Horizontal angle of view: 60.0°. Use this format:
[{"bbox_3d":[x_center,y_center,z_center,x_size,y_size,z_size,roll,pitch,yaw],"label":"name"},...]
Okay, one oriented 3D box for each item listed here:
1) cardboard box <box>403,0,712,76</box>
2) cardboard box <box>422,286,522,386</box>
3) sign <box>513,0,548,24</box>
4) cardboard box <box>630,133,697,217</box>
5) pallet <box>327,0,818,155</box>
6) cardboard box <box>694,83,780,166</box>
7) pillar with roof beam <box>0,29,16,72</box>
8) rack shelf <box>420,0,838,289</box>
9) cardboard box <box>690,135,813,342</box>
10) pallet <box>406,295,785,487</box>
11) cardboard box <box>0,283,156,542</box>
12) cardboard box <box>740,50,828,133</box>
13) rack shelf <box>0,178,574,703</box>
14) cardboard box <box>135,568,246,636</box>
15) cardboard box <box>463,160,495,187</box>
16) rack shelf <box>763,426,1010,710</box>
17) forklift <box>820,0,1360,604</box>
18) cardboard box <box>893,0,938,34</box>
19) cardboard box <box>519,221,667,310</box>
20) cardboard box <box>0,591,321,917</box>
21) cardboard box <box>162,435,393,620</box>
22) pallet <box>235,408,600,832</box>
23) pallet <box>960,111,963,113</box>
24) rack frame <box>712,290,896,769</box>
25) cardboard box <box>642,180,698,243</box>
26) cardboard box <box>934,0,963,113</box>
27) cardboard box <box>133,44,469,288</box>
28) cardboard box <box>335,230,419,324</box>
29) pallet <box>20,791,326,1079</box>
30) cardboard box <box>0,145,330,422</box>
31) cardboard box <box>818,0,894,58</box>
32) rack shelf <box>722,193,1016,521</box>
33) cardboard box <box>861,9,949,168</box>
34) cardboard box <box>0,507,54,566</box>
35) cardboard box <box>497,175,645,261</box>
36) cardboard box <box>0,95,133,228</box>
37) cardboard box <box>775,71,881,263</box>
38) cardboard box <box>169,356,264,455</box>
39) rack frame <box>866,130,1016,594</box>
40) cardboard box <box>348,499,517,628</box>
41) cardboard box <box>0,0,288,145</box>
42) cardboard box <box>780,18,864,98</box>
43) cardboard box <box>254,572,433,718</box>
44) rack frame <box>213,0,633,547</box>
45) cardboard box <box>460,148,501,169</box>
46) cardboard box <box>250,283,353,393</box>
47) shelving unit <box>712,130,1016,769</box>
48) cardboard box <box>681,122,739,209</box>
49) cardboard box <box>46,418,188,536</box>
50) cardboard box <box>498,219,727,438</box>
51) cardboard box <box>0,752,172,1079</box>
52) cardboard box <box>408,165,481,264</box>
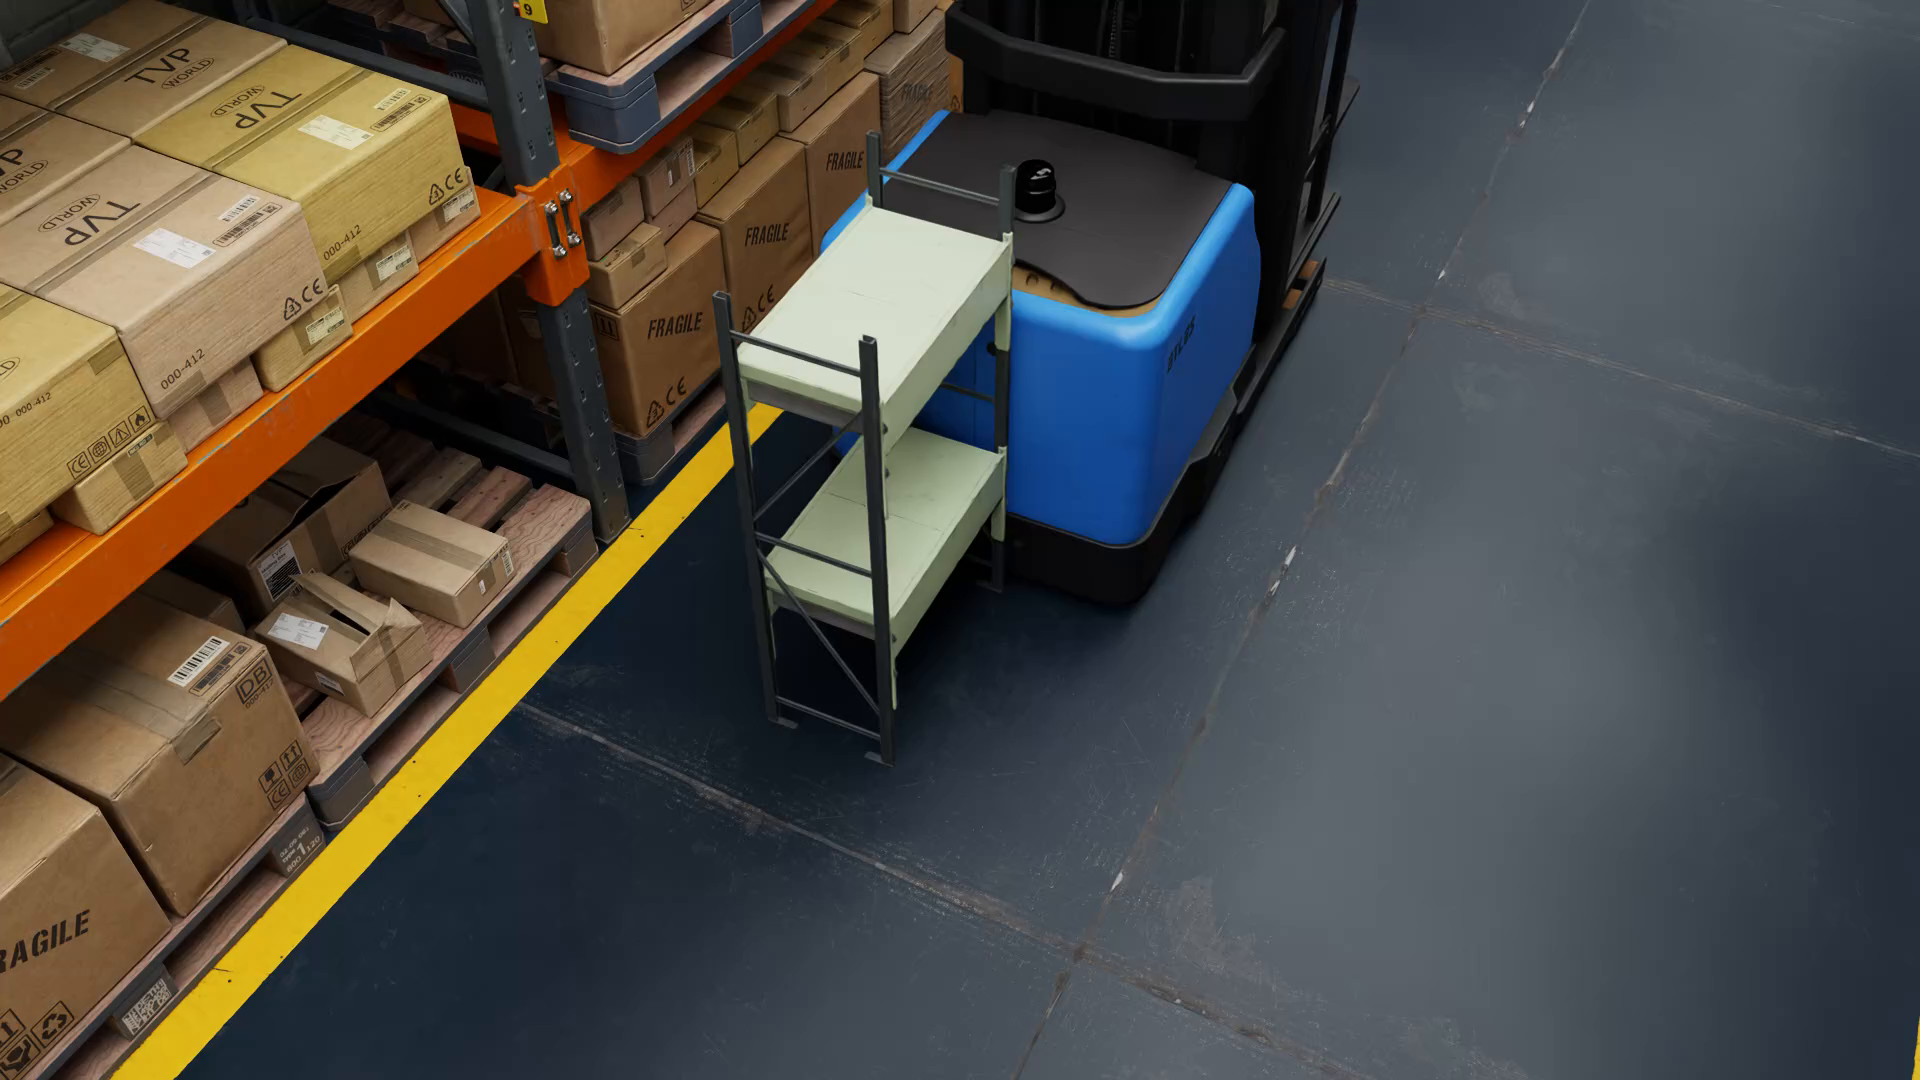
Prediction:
[{"bbox_3d":[-1.094,-1.651,4.407,0.700,0.500,0.500,22,49,20],"label":"cardboard box"},{"bbox_3d":[-1.551,-0.913,5.506,0.500,0.500,0.500,20,49,19],"label":"cardboard box"},{"bbox_3d":[-1.032,-1.367,3.883,0.100,0.325,0.005,20,49,19],"label":"sign"},{"bbox_3d":[-1.036,-1.156,5.081,0.380,0.149,0.250,18,48,17],"label":"cardboard box"},{"bbox_3d":[-1.049,-1.637,4.894,1.003,0.211,1.213,20,49,19],"label":"pallet"},{"bbox_3d":[-0.830,-1.415,5.545,0.380,0.149,0.250,20,49,18],"label":"cardboard box"},{"bbox_3d":[1.175,-1.783,0.686,9.100,9.000,0.400,20,49,19],"label":"pillar with roof beam"},{"bbox_3d":[-0.588,-2.244,5.865,1.077,0.370,4.000,20,49,19],"label":"rack shelf"},{"bbox_3d":[-0.854,-1.075,5.666,0.500,0.500,0.500,20,49,19],"label":"cardboard box"},{"bbox_3d":[-1.172,-0.782,5.874,1.003,0.211,1.213,20,49,19],"label":"pallet"},{"bbox_3d":[-1.999,-0.257,3.292,0.500,0.250,0.500,20,49,19],"label":"cardboard box"},{"bbox_3d":[-0.681,-1.560,5.689,0.380,0.149,0.250,20,49,19],"label":"cardboard box"},{"bbox_3d":[-2.445,0.276,3.374,1.077,0.370,4.000,20,49,19],"label":"rack shelf"},{"bbox_3d":[-2.234,0.229,4.624,0.380,0.149,0.250,20,49,19],"label":"cardboard box"},{"bbox_3d":[-1.601,-1.061,5.196,0.380,0.149,0.250,19,48,18],"label":"cardboard box"},{"bbox_3d":[-0.207,0.035,4.619,0.431,0.370,0.720,19,48,17],"label":"rack shelf"},{"bbox_3d":[0.684,-1.895,5.062,1.130,2.935,3.031,19,48,17],"label":"forklift"},{"bbox_3d":[-0.305,-2.033,6.157,0.380,0.149,0.250,18,48,17],"label":"cardboard box"},{"bbox_3d":[-1.114,-0.872,5.009,0.380,0.149,0.250,23,50,21],"label":"cardboard box"},{"bbox_3d":[-2.092,0.480,4.129,0.700,0.500,0.500,19,48,18],"label":"cardboard box"},{"bbox_3d":[-2.033,-0.101,4.836,0.500,0.311,0.500,22,49,20],"label":"cardboard box"},{"bbox_3d":[-1.836,0.176,4.928,1.003,0.211,1.213,20,49,19],"label":"pallet"},{"bbox_3d":[-0.607,-1.553,6.637,1.003,0.211,1.213,20,49,19],"label":"pallet"},{"bbox_3d":[-0.363,0.041,4.155,0.400,1.500,0.023,19,48,17],"label":"rack frame"},{"bbox_3d":[-1.054,-1.072,5.207,0.380,0.149,0.250,19,48,18],"label":"cardboard box"},{"bbox_3d":[-0.148,-2.046,6.625,0.500,0.500,0.500,22,49,21],"label":"cardboard box"},{"bbox_3d":[-1.537,-0.888,3.915,0.500,0.250,0.500,22,49,20],"label":"cardboard box"},{"bbox_3d":[-1.542,-0.693,4.003,0.380,0.149,0.250,22,49,20],"label":"cardboard box"},{"bbox_3d":[-2.401,0.947,4.166,1.003,0.211,1.213,20,49,19],"label":"pallet"},{"bbox_3d":[-1.756,-0.567,3.598,0.500,0.250,0.500,21,49,19],"label":"cardboard box"},{"bbox_3d":[-0.464,-1.895,6.020,0.380,0.149,0.250,21,49,19],"label":"cardboard box"},{"bbox_3d":[-0.207,-0.469,4.110,0.431,0.370,0.720,19,48,17],"label":"rack shelf"},{"bbox_3d":[-0.372,-1.713,6.296,0.500,0.500,0.500,19,48,18],"label":"cardboard box"},{"bbox_3d":[-2.100,-0.069,3.386,0.380,0.149,0.250,21,49,20],"label":"cardboard box"},{"bbox_3d":[-1.168,-0.997,4.923,0.380,0.149,0.250,20,49,18],"label":"cardboard box"},{"bbox_3d":[-2.212,-0.748,3.776,0.500,0.250,0.500,20,49,19],"label":"cardboard box"},{"bbox_3d":[-0.619,-1.388,5.975,0.500,0.500,0.500,19,48,18],"label":"cardboard box"},{"bbox_3d":[-1.787,-0.365,3.679,0.380,0.149,0.250,22,49,20],"label":"cardboard box"},{"bbox_3d":[-0.050,-0.430,4.620,0.400,1.500,0.023,19,48,17],"label":"rack frame"},{"bbox_3d":[-1.515,0.065,4.786,0.380,0.149,0.250,19,48,18],"label":"cardboard box"},{"bbox_3d":[-1.986,-1.066,4.091,0.500,0.250,0.500,20,49,19],"label":"cardboard box"},{"bbox_3d":[-0.564,-1.715,5.843,0.380,0.149,0.250,22,49,20],"label":"cardboard box"},{"bbox_3d":[-1.681,0.249,4.522,0.396,0.266,0.258,22,49,20],"label":"cardboard box"},{"bbox_3d":[-1.516,-1.237,4.364,1.000,3.000,0.127,20,49,19],"label":"rack frame"},{"bbox_3d":[-1.484,-1.229,5.361,0.380,0.149,0.250,20,49,19],"label":"cardboard box"},{"bbox_3d":[-1.642,-0.522,3.833,0.380,0.149,0.250,22,49,20],"label":"cardboard box"},{"bbox_3d":[-0.207,-0.194,4.388,0.431,1.500,0.755,19,48,17],"label":"shelving unit"},{"bbox_3d":[-0.945,-1.238,5.370,0.380,0.149,0.250,18,48,17],"label":"cardboard box"},{"bbox_3d":[-1.881,-0.195,3.510,0.380,0.149,0.250,20,49,18],"label":"cardboard box"},{"bbox_3d":[-1.093,-0.736,5.331,0.500,0.500,0.500,22,49,21],"label":"cardboard box"},{"bbox_3d":[-2.240,0.834,3.779,0.500,0.500,0.500,21,49,20],"label":"cardboard box"},{"bbox_3d":[-1.441,-0.864,4.172,0.380,0.149,0.250,21,49,20],"label":"cardboard box"}]
